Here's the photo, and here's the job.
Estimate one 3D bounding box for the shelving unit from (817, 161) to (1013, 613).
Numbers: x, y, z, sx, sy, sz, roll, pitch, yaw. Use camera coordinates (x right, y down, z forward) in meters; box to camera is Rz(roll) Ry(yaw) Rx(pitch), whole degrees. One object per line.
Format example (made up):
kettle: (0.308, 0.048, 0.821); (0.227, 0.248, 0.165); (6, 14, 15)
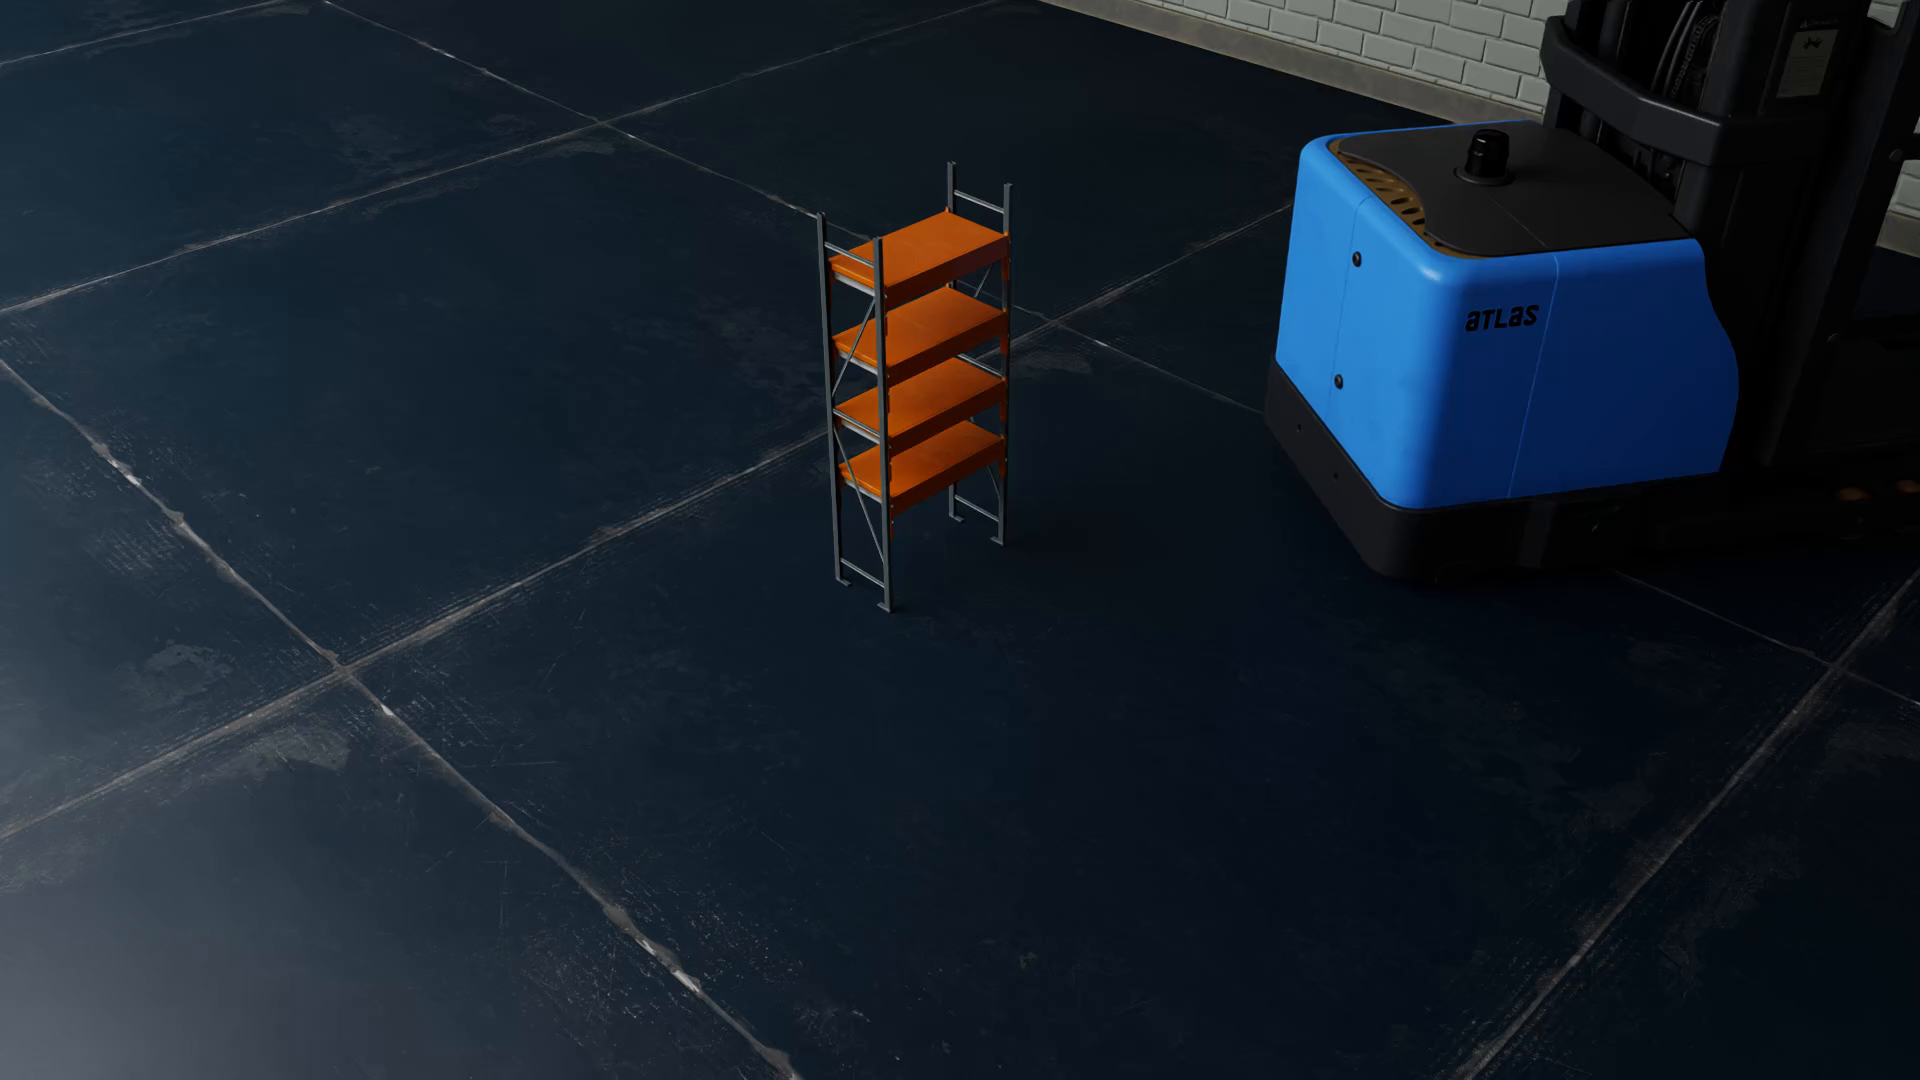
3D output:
shelving unit: (-0.117, -0.425, 4.810); (0.258, 1.200, 0.503); (30, 45, 35)

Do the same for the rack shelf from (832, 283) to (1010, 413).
rack shelf: (-0.117, -0.553, 4.721); (0.258, 0.148, 0.480); (30, 45, 35)

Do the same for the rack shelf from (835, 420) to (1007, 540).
rack shelf: (-0.117, -0.207, 4.962); (0.258, 0.148, 0.480); (30, 45, 35)

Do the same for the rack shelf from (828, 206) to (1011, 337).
rack shelf: (-0.117, -0.747, 4.586); (0.258, 0.148, 0.480); (30, 45, 35)

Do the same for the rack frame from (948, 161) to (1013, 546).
rack frame: (0.055, -0.524, 4.952); (0.240, 1.200, 0.015); (30, 45, 35)

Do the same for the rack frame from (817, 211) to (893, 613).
rack frame: (-0.289, -0.326, 4.668); (0.240, 1.200, 0.015); (30, 45, 35)

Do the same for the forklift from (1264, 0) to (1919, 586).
forklift: (2.615, -1.492, 4.827); (3.031, 2.935, 1.130); (-7, 36, -10)

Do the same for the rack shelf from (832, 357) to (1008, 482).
rack shelf: (-0.117, -0.370, 4.849); (0.258, 0.148, 0.480); (30, 45, 35)
